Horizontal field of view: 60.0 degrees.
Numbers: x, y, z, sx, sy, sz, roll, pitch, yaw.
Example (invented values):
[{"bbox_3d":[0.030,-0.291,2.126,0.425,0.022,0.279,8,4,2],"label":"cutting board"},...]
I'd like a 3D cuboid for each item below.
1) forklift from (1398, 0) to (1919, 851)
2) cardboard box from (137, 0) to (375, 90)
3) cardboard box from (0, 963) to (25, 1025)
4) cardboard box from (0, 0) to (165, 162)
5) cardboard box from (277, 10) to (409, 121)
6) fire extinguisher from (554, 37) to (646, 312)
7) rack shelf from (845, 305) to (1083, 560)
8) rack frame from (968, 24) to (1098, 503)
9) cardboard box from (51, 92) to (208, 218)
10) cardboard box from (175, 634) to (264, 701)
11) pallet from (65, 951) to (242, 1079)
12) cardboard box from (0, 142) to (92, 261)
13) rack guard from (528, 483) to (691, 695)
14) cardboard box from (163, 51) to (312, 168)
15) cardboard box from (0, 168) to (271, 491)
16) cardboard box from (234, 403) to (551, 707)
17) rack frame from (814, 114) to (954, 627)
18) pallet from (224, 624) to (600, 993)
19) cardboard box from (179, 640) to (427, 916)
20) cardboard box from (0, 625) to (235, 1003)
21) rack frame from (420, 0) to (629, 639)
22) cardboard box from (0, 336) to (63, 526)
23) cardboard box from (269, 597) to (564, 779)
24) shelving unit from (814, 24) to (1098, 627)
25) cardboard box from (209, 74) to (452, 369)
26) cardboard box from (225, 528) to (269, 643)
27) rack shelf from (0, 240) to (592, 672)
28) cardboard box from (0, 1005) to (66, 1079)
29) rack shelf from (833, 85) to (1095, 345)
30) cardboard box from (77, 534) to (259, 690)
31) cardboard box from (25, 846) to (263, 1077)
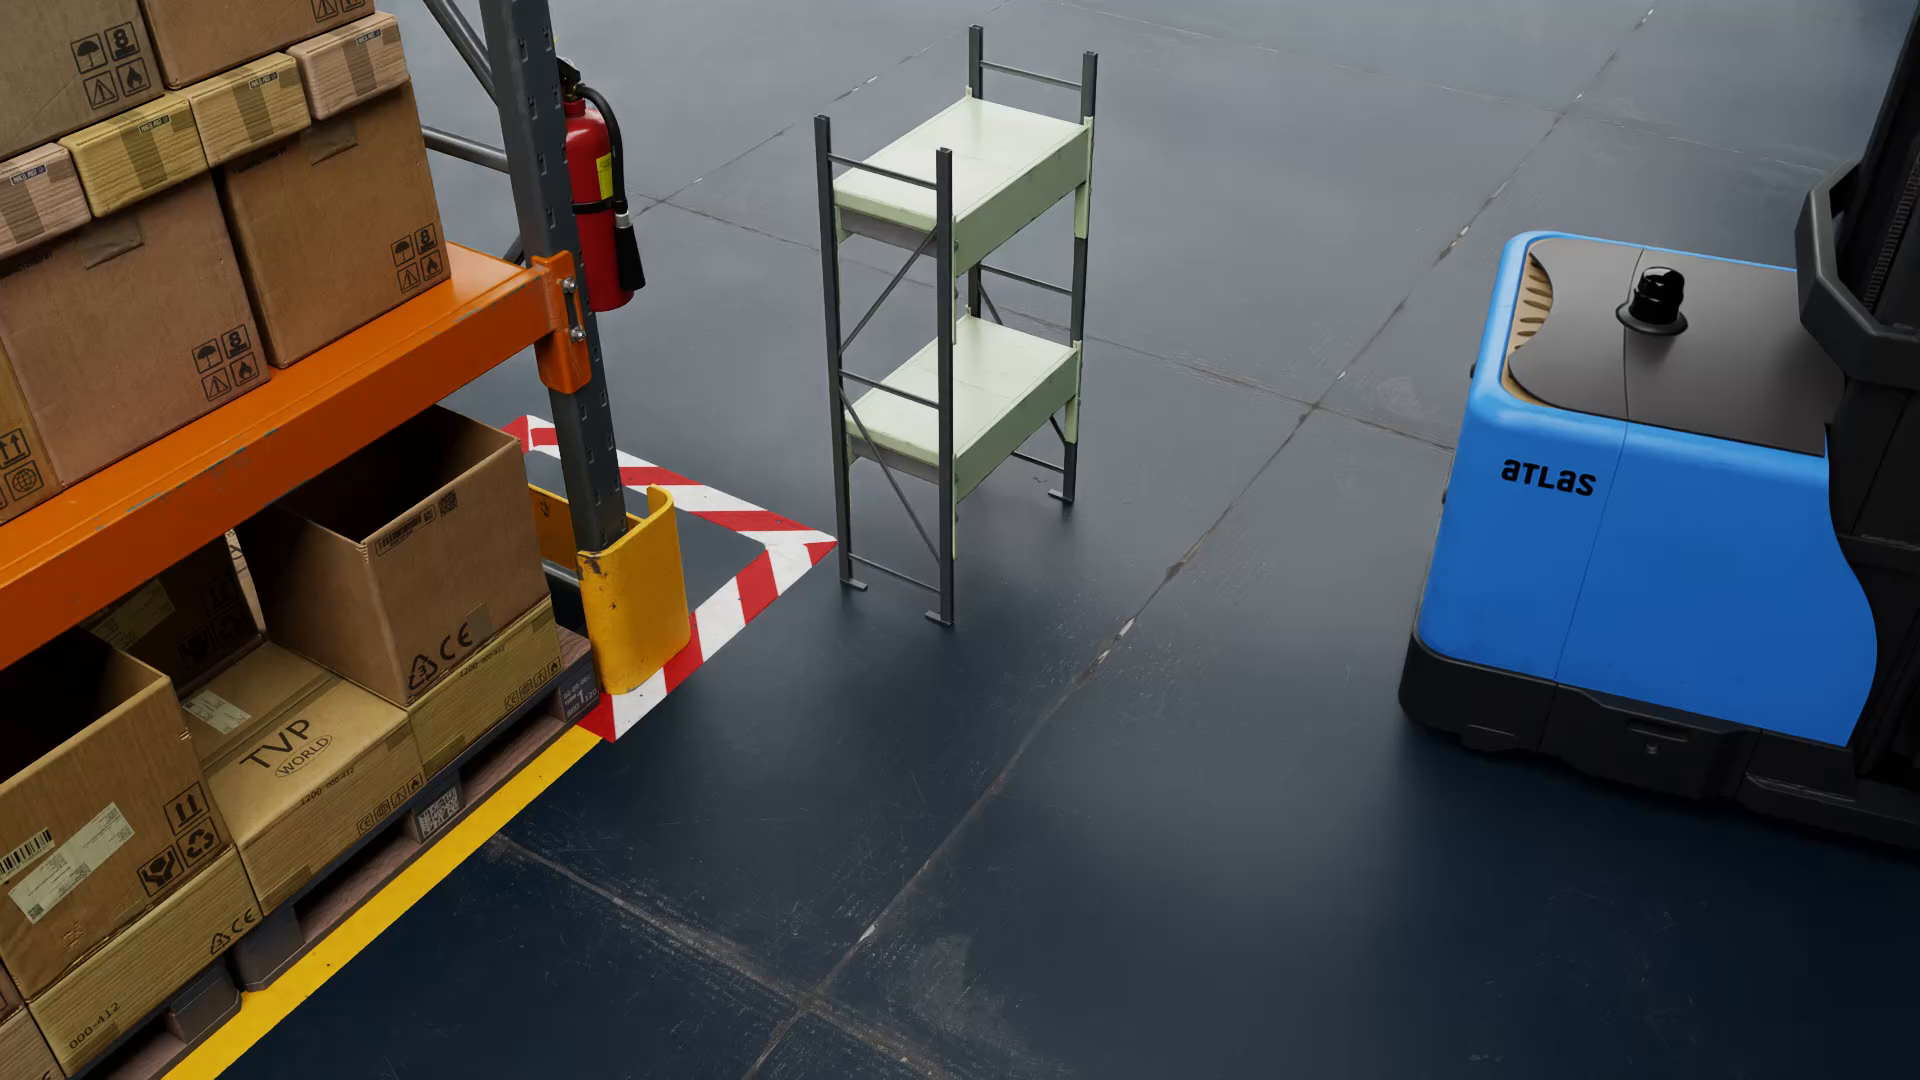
[{"bbox_3d":[2.775,-0.602,3.630,3.031,2.935,1.130,13,39,16],"label":"forklift"},{"bbox_3d":[-1.652,-1.293,3.325,0.700,0.500,0.500,21,42,25],"label":"cardboard box"},{"bbox_3d":[-2.191,0.774,3.083,0.500,0.500,0.500,21,42,25],"label":"cardboard box"},{"bbox_3d":[-1.929,-1.020,2.971,0.700,0.500,0.500,20,42,24],"label":"cardboard box"},{"bbox_3d":[-1.407,-1.040,3.529,0.380,0.149,0.250,20,42,24],"label":"cardboard box"},{"bbox_3d":[-0.907,-0.881,4.000,0.296,0.674,0.183,21,42,25],"label":"fire extinguisher"},{"bbox_3d":[0.004,-0.339,4.996,0.431,0.370,0.720,21,42,25],"label":"rack shelf"},{"bbox_3d":[0.200,-0.786,5.041,0.400,1.500,0.023,21,42,25],"label":"rack frame"},{"bbox_3d":[-1.683,-0.773,3.183,0.380,0.149,0.250,21,42,24],"label":"cardboard box"},{"bbox_3d":[-2.103,0.382,4.205,0.500,0.250,0.500,21,42,25],"label":"cardboard box"},{"bbox_3d":[-2.392,1.136,3.604,1.003,0.211,1.213,21,42,25],"label":"pallet"},{"bbox_3d":[-1.819,-0.644,3.015,0.380,0.149,0.250,22,43,26],"label":"cardboard box"},{"bbox_3d":[-1.350,-0.025,4.873,1.175,0.500,0.348,21,42,25],"label":"rack guard"},{"bbox_3d":[-1.546,-0.905,3.354,0.380,0.149,0.250,22,43,26],"label":"cardboard box"},{"bbox_3d":[-1.901,-0.534,3.404,0.700,0.500,0.500,22,43,26],"label":"cardboard box"},{"bbox_3d":[-1.399,-0.004,4.092,0.500,0.500,0.500,21,42,25],"label":"cardboard box"},{"bbox_3d":[-0.193,-0.409,4.552,0.400,1.500,0.023,21,42,25],"label":"rack frame"},{"bbox_3d":[-1.737,0.509,4.416,1.003,0.211,1.213,21,42,25],"label":"pallet"},{"bbox_3d":[-1.659,0.554,3.982,0.500,0.250,0.500,21,42,25],"label":"cardboard box"},{"bbox_3d":[-1.922,0.517,3.417,0.500,0.500,0.500,21,42,25],"label":"cardboard box"},{"bbox_3d":[-1.363,-1.003,4.094,1.000,3.000,0.127,21,42,25],"label":"rack frame"},{"bbox_3d":[-2.172,-0.280,3.074,0.700,0.500,0.500,21,43,25],"label":"cardboard box"},{"bbox_3d":[-1.401,0.293,4.321,0.500,0.250,0.500,21,42,25],"label":"cardboard box"},{"bbox_3d":[0.004,-0.597,4.797,0.431,1.500,0.755,21,42,25],"label":"shelving unit"},{"bbox_3d":[-1.624,-0.806,3.757,0.700,0.500,0.500,21,42,25],"label":"cardboard box"},{"bbox_3d":[-1.838,0.123,4.541,0.500,0.250,0.500,21,42,25],"label":"cardboard box"},{"bbox_3d":[-2.435,0.313,2.976,1.077,0.370,4.000,21,42,25],"label":"rack shelf"},{"bbox_3d":[-2.194,1.070,3.313,0.500,0.250,0.500,21,42,25],"label":"cardboard box"},{"bbox_3d":[0.004,-0.907,4.558,0.431,0.370,0.720,21,42,25],"label":"rack shelf"},{"bbox_3d":[-2.104,0.085,3.977,0.500,0.500,0.500,21,42,25],"label":"cardboard box"},{"bbox_3d":[-1.925,0.813,3.647,0.500,0.250,0.500,21,42,25],"label":"cardboard box"}]
